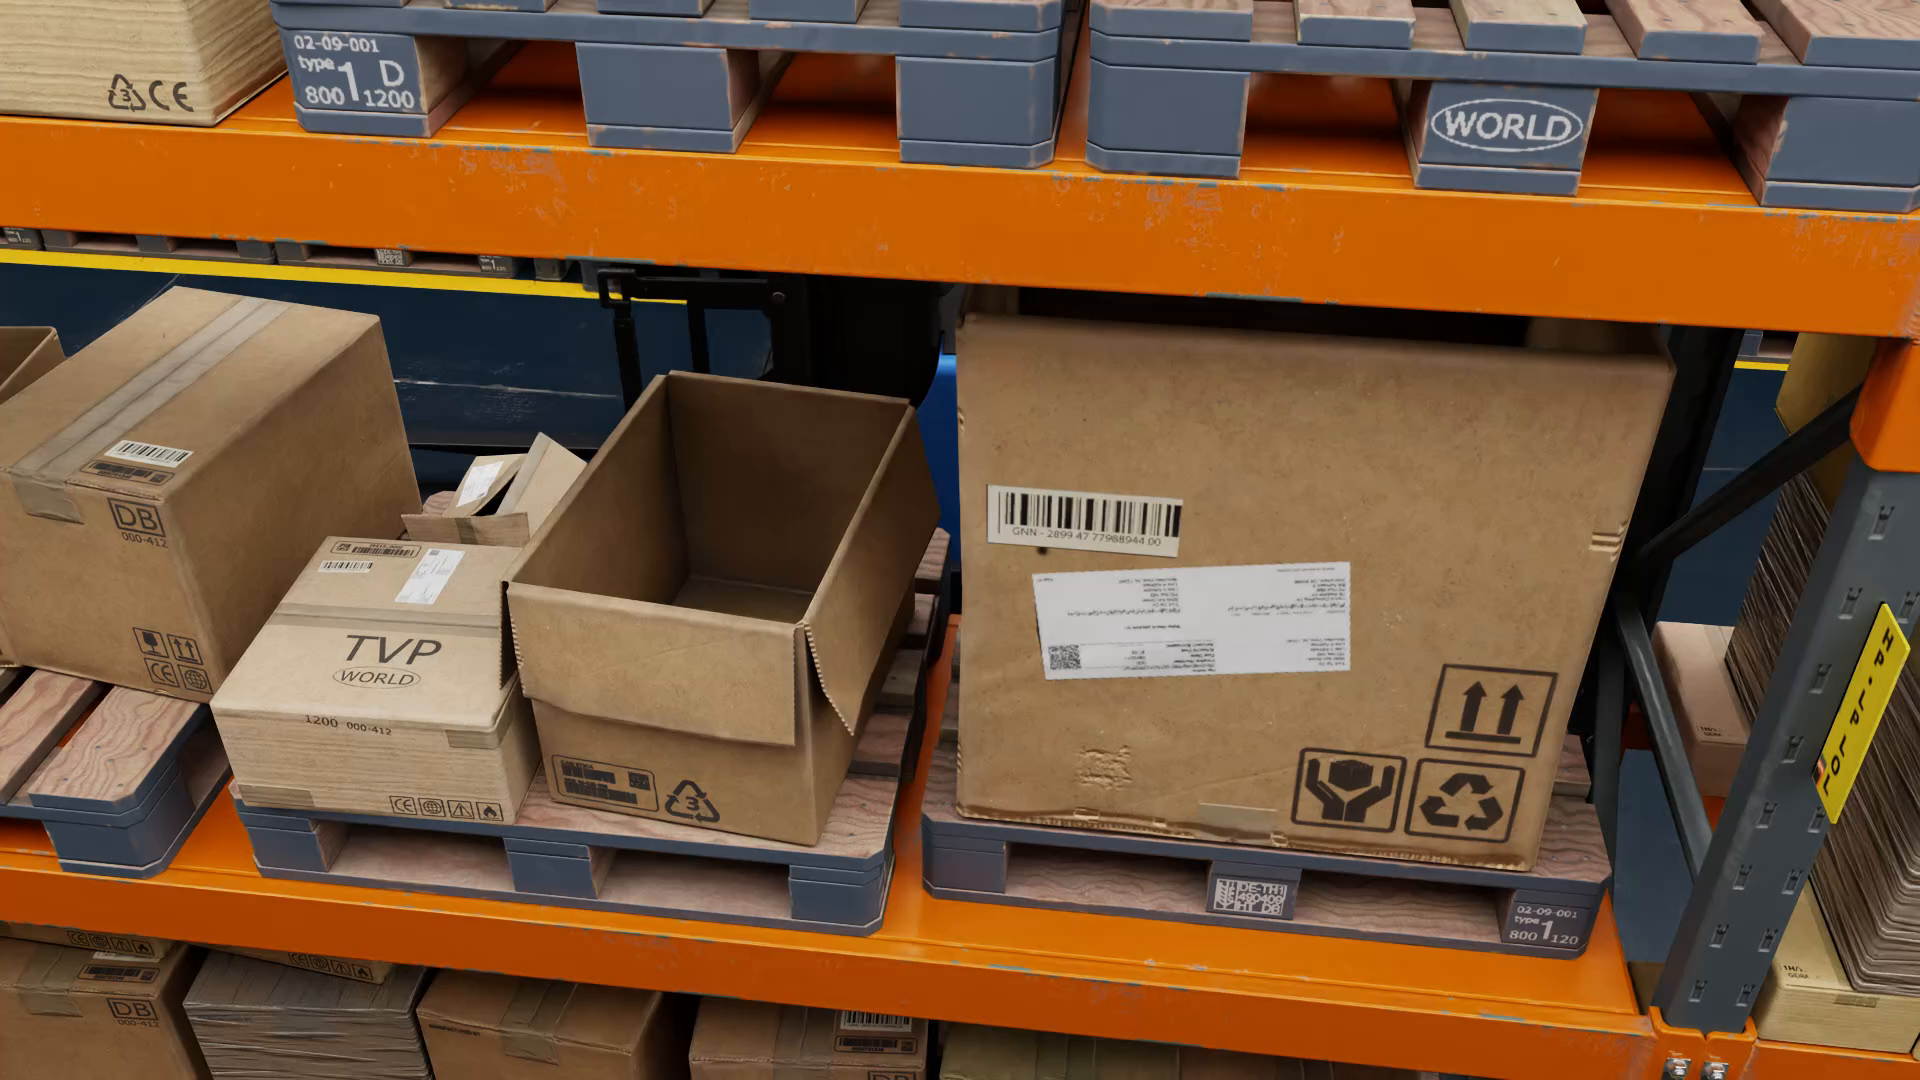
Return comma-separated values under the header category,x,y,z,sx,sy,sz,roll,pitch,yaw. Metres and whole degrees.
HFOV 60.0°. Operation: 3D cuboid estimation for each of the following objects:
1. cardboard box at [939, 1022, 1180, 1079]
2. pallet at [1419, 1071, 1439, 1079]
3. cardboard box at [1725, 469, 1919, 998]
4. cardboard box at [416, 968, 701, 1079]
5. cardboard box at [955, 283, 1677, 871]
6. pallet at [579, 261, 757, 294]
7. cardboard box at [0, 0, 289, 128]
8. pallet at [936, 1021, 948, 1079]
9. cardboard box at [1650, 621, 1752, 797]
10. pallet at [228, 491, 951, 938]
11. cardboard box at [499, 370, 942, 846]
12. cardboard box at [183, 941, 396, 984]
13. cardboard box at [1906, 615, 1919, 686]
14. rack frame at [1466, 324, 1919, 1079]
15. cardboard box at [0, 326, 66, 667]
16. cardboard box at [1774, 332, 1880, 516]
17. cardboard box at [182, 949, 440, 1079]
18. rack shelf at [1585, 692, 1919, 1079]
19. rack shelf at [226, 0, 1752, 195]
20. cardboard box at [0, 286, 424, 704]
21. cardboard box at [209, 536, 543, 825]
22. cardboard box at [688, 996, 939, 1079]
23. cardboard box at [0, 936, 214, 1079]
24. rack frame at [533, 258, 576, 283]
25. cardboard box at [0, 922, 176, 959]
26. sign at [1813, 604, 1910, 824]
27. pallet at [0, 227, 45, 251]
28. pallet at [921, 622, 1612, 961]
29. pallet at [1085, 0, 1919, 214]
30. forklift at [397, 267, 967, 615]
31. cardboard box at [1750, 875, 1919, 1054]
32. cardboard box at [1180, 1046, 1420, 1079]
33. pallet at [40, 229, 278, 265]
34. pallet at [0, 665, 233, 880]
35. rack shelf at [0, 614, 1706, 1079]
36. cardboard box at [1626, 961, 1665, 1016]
category,x,y,z,sx,sy,sz,roll,pitch,yaw
cardboard box,0.247,1.132,3.854,0.500,0.500,0.700,4,36,6
pallet,0.551,1.476,4.000,1.213,0.211,1.003,4,36,6
cardboard box,1.762,0.305,2.898,0.500,0.500,0.875,4,36,6
cardboard box,-0.862,1.050,3.970,0.500,0.500,0.700,7,36,10
cardboard box,0.554,-0.157,3.009,1.000,1.000,1.000,4,36,6
pallet,-1.139,-1.512,8.186,1.213,0.211,1.003,4,36,6
cardboard box,-1.190,-0.806,2.344,0.500,0.250,0.500,5,36,7
pallet,-0.662,1.387,4.124,1.213,0.211,1.003,4,36,6
cardboard box,1.574,0.347,3.398,0.250,0.149,0.380,4,36,6
pallet,-0.675,0.303,3.409,1.213,0.211,1.003,4,36,6
cardboard box,-0.407,0.110,3.063,0.637,0.503,0.797,8,36,11
cardboard box,-1.448,0.701,3.814,0.500,0.250,0.500,8,36,11
cardboard box,1.738,0.009,2.453,0.500,0.500,0.500,4,36,6
rack frame,1.324,0.398,3.110,0.127,3.000,1.000,4,36,6
cardboard box,-2.103,-0.093,3.350,0.500,0.500,0.500,0,36,0
cardboard box,1.805,-0.296,2.880,0.500,0.500,0.500,4,36,6
cardboard box,-1.425,1.012,4.023,0.500,0.500,0.700,1,36,2
rack shelf,3.307,0.839,3.112,4.000,0.370,1.077,4,36,6
rack shelf,-0.660,-0.787,2.578,3.809,0.052,0.919,4,36,6
cardboard box,-1.537,-0.109,3.373,0.500,0.500,0.700,9,37,13
cardboard box,-1.011,0.249,3.087,0.500,0.250,0.500,3,36,5
cardboard box,-0.308,1.091,3.912,0.500,0.500,0.700,1,36,2
cardboard box,-1.977,0.978,4.070,0.500,0.500,0.700,2,36,3
rack frame,-1.912,-2.748,7.519,0.127,3.000,1.000,4,36,6
cardboard box,-1.975,0.667,3.860,0.500,0.250,0.500,6,36,8
sign,1.257,0.247,2.326,0.005,0.325,0.100,4,36,6
pallet,-5.107,-1.853,8.664,1.213,0.211,1.003,4,36,6
pallet,0.584,0.336,3.363,1.213,0.211,1.003,4,36,6
pallet,0.725,-0.854,2.444,1.003,0.211,1.213,4,36,6
forklift,-1.891,0.811,2.590,4.943,2.935,8.118,2,36,2
cardboard box,1.499,0.689,2.918,0.250,0.149,0.380,4,36,6
cardboard box,0.717,1.178,3.790,0.500,0.500,0.700,2,36,2
pallet,-3.893,-1.764,8.540,1.213,0.211,1.003,4,36,6
pallet,-1.923,0.171,3.593,1.003,0.211,1.213,4,36,6
rack shelf,-0.660,0.543,3.527,4.000,0.370,1.077,4,36,6
cardboard box,1.715,1.297,3.641,0.500,0.500,0.500,3,36,5
